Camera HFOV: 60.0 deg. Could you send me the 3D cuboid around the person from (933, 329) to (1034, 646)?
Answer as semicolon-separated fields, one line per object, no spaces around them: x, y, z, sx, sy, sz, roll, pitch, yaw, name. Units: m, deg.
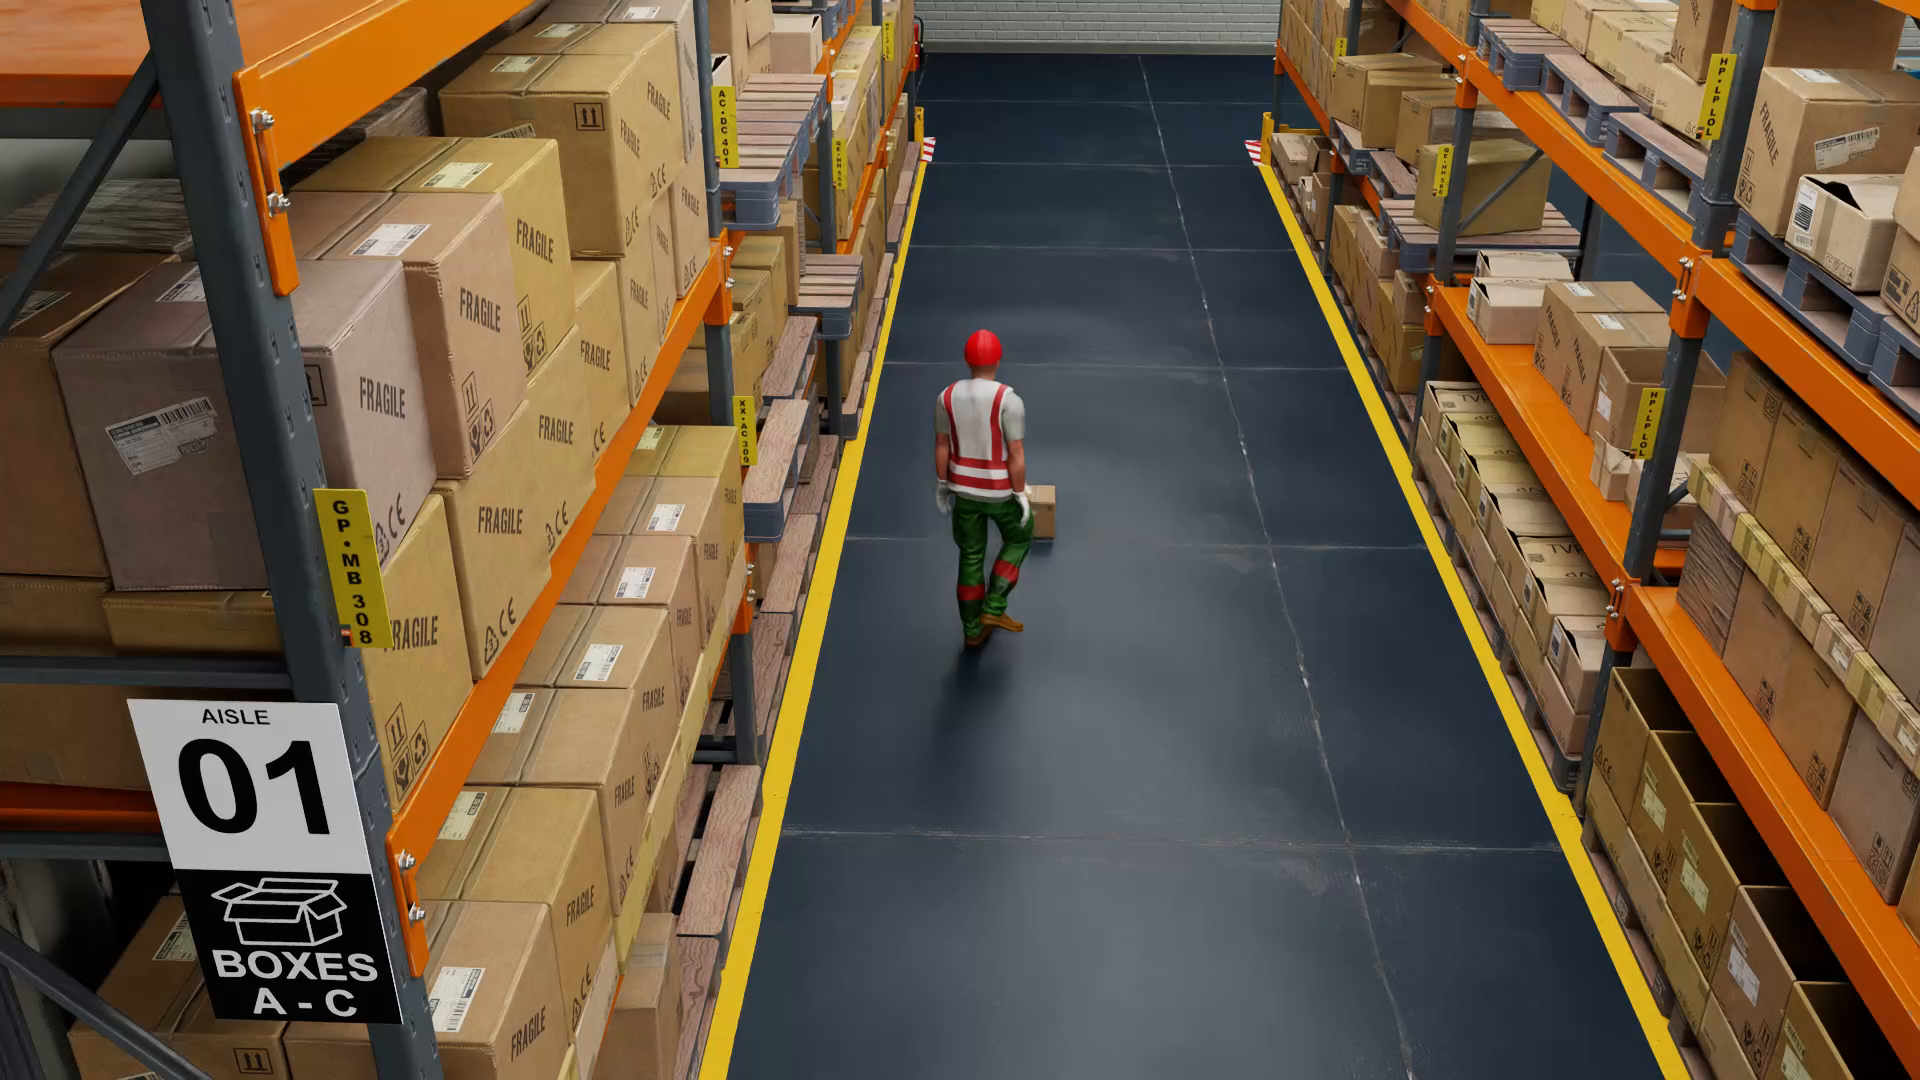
0.129;-0.268;9.079;0.585;1.777;0.501;10;29;19;person
